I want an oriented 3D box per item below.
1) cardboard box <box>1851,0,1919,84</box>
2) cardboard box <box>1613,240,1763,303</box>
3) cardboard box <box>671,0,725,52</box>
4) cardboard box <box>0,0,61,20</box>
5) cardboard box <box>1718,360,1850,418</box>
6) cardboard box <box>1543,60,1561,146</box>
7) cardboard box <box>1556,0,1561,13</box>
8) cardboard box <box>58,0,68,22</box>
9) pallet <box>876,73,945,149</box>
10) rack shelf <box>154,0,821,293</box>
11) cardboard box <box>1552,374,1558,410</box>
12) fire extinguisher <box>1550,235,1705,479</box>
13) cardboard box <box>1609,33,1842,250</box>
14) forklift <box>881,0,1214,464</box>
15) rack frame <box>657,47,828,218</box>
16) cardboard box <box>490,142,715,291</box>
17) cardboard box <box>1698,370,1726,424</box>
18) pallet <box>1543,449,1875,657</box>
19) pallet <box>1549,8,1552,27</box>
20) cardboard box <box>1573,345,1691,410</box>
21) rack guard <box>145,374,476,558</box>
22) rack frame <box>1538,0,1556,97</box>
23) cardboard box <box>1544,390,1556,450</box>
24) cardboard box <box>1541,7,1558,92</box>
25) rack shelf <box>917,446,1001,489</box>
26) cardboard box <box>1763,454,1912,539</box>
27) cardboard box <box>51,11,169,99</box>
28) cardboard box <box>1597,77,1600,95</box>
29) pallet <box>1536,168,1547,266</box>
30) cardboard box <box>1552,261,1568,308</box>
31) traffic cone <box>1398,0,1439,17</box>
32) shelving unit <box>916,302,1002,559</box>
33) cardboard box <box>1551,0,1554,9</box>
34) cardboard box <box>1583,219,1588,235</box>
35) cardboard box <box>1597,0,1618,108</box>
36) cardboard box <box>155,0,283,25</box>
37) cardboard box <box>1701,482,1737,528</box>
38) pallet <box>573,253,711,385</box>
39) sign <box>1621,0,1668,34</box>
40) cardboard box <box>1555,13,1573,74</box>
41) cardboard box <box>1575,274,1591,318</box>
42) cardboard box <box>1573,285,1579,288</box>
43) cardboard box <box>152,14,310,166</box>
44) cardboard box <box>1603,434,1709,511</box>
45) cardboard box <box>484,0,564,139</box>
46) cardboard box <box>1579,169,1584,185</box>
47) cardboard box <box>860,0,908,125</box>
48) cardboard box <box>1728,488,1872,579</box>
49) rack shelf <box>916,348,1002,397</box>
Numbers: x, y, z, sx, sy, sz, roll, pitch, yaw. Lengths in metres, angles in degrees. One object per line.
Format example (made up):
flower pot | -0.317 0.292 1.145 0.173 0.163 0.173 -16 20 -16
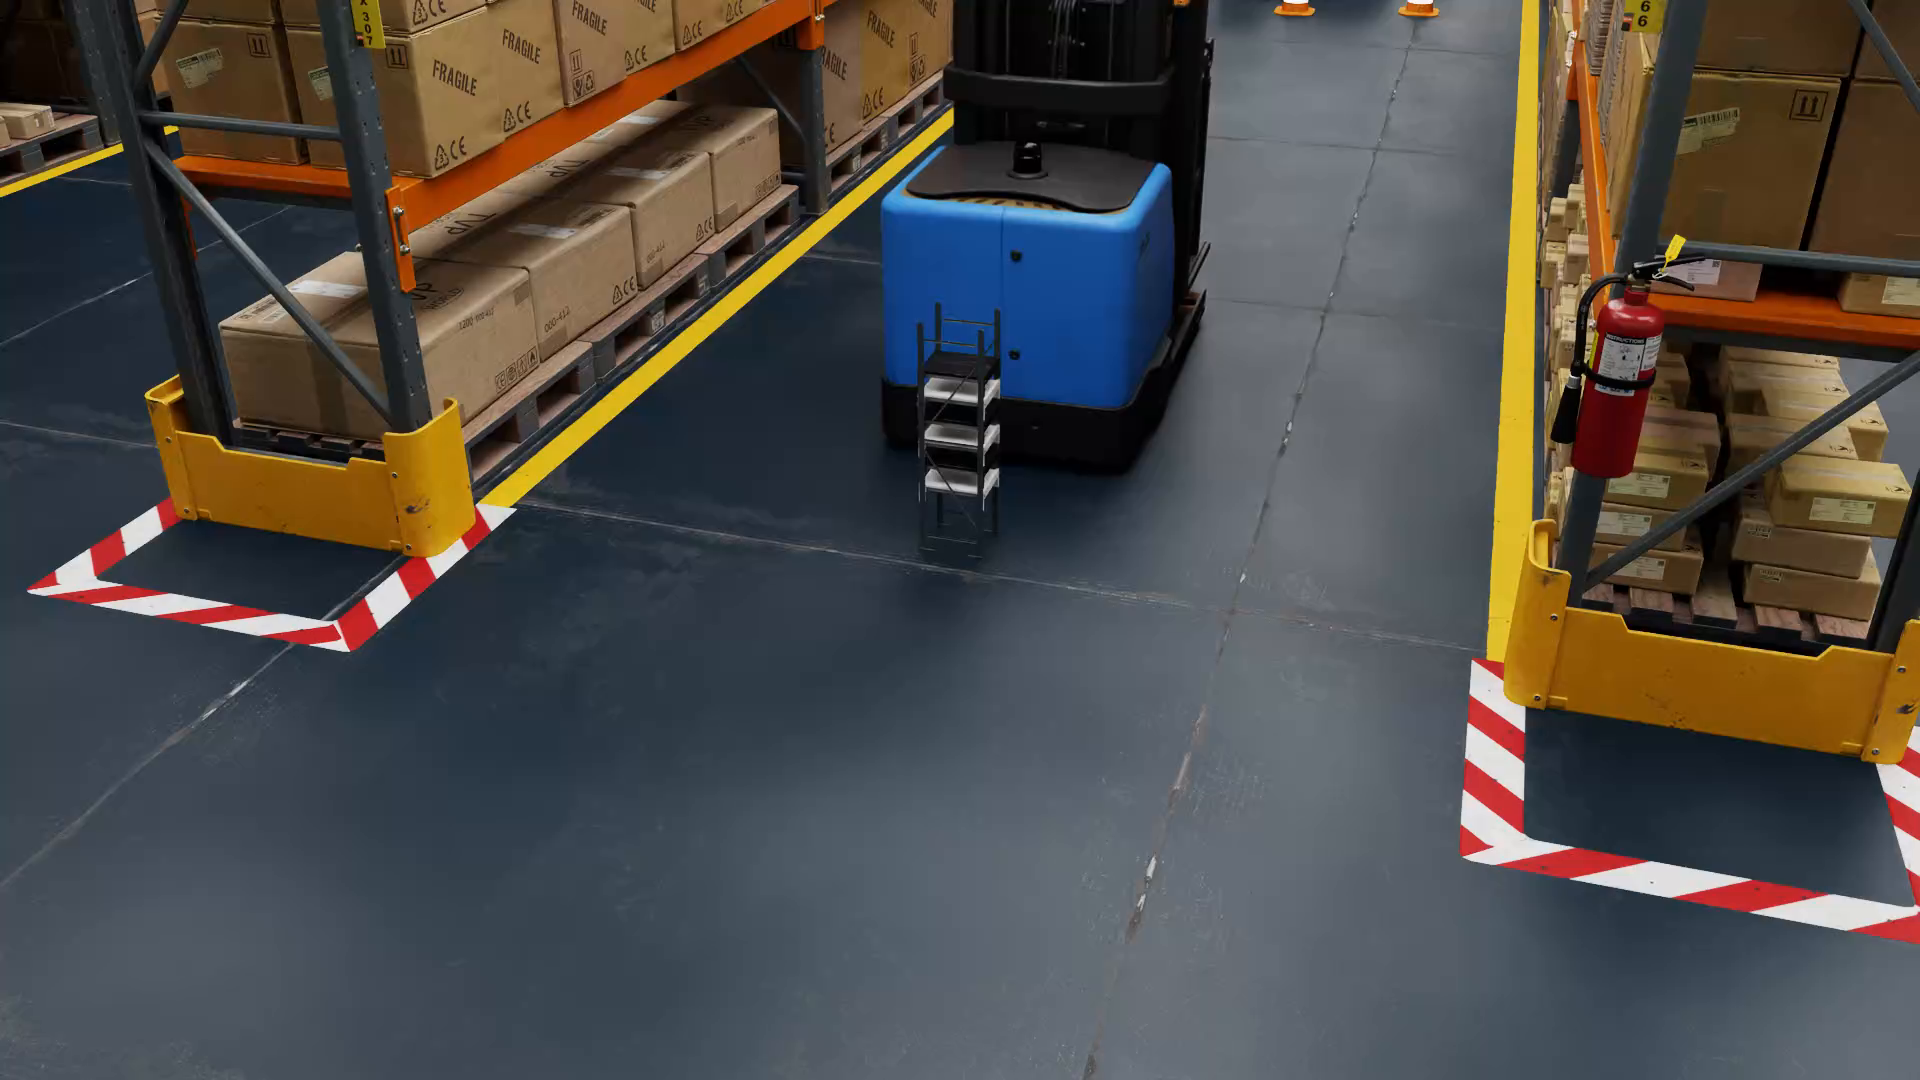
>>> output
cardboard box | 2.709 -1.532 4.481 0.500 0.500 0.500 8 30 15
cardboard box | 2.149 -0.833 4.920 0.380 0.149 0.250 9 30 15
cardboard box | -1.435 -2.585 7.709 0.500 0.500 0.500 8 30 14
cardboard box | -6.178 -3.562 11.040 0.380 0.149 0.250 7 30 13
cardboard box | 2.958 -0.515 5.978 0.380 0.149 0.250 7 30 12
cardboard box | 3.779 -2.557 9.900 0.500 0.500 0.500 8 30 14
cardboard box | 4.238 -3.602 11.007 0.500 0.250 0.500 7 30 13
cardboard box | -5.651 -3.479 10.890 0.380 0.149 0.250 10 31 17
pallet | -0.754 -2.989 11.405 1.003 0.211 1.213 8 30 15
rack shelf | -1.851 -2.025 7.545 1.077 0.370 4.000 8 30 15
cardboard box | 2.496 -0.589 6.417 0.380 0.149 0.250 9 30 16
fire extinguisher | 1.808 -0.503 4.532 0.296 0.674 0.183 8 30 15
cardboard box | 2.209 -1.170 4.859 0.500 0.500 0.500 9 30 16
forklift | 0.576 -2.286 7.345 1.130 2.935 3.031 8 30 14
rack frame | -1.264 -3.269 9.041 1.000 3.000 0.127 8 30 15
cardboard box | -1.813 -1.640 8.317 0.875 0.438 0.875 8 30 13
cardboard box | 3.010 -0.512 6.279 0.380 0.149 0.250 7 30 12
pallet | 2.618 0.060 5.925 1.003 0.211 1.213 8 30 15
pallet | 5.335 -4.171 13.530 1.003 0.211 1.213 8 30 15
cardboard box | 2.456 -0.589 6.112 0.380 0.149 0.250 7 30 13
rack guard | -2.445 -0.307 6.287 1.175 0.500 0.348 8 30 15
rack frame | 4.672 -4.469 11.197 1.000 3.000 0.127 8 30 15
cardboard box | 2.492 -0.451 6.477 0.380 0.149 0.250 7 30 13
cardboard box | 4.220 -3.267 11.177 0.500 0.500 0.500 7 30 13
rack shelf | -0.002 -0.282 6.084 0.258 0.077 0.200 8 30 15
cardboard box | 2.802 -0.144 5.311 0.380 0.149 0.250 7 30 13
cardboard box | -5.653 -3.259 11.163 0.500 0.500 0.500 10 31 17
cardboard box | 2.847 -1.920 6.874 0.380 0.149 0.250 9 30 16
pallet | 3.725 -1.753 9.184 1.003 0.211 1.213 8 30 15
cardboard box | 2.982 -1.177 7.782 0.380 0.149 0.250 8 30 15
traffic cone | 4.008 -4.811 14.423 0.336 0.463 0.334 8 30 15
shelving unit | -0.002 -0.389 6.024 0.258 0.900 0.210 8 30 15
cardboard box | 5.463 -4.779 13.637 1.050 0.750 0.750 8 30 15
cardboard box | 2.979 -1.308 7.405 0.380 0.149 0.250 8 30 14
cardboard box | 2.661 -1.876 6.128 0.500 0.500 0.500 10 31 17
cardboard box | -2.524 -2.149 5.896 0.500 0.500 0.500 9 30 17
cardboard box | 2.848 -0.136 5.910 0.380 0.149 0.250 9 30 15
pallet | -1.918 -1.139 8.081 1.003 0.211 1.213 8 30 15
sign | 1.799 -1.483 4.315 0.100 0.325 0.005 8 30 15
cardboard box | 3.780 -2.895 9.737 0.500 0.250 0.500 7 30 13
cardboard box | 2.715 -0.954 6.768 0.380 0.149 0.250 9 30 15
cardboard box | 2.874 -1.056 7.258 0.380 0.149 0.250 10 31 17
cardboard box | -2.550 -1.716 6.146 0.500 0.500 0.500 9 30 15
cardboard box | 2.236 -0.231 5.468 0.380 0.149 0.250 9 30 15
cardboard box | -1.901 -1.875 6.432 0.500 0.500 0.500 8 30 14
cardboard box | 3.198 -1.677 8.067 0.380 0.149 0.250 10 31 17
cardboard box | -0.901 -3.245 10.750 0.875 0.875 0.875 9 30 16
cardboard box | 2.723 -0.025 5.405 0.380 0.149 0.250 10 31 17
rack shelf | -0.002 -0.596 5.909 0.258 0.077 0.200 8 30 15
